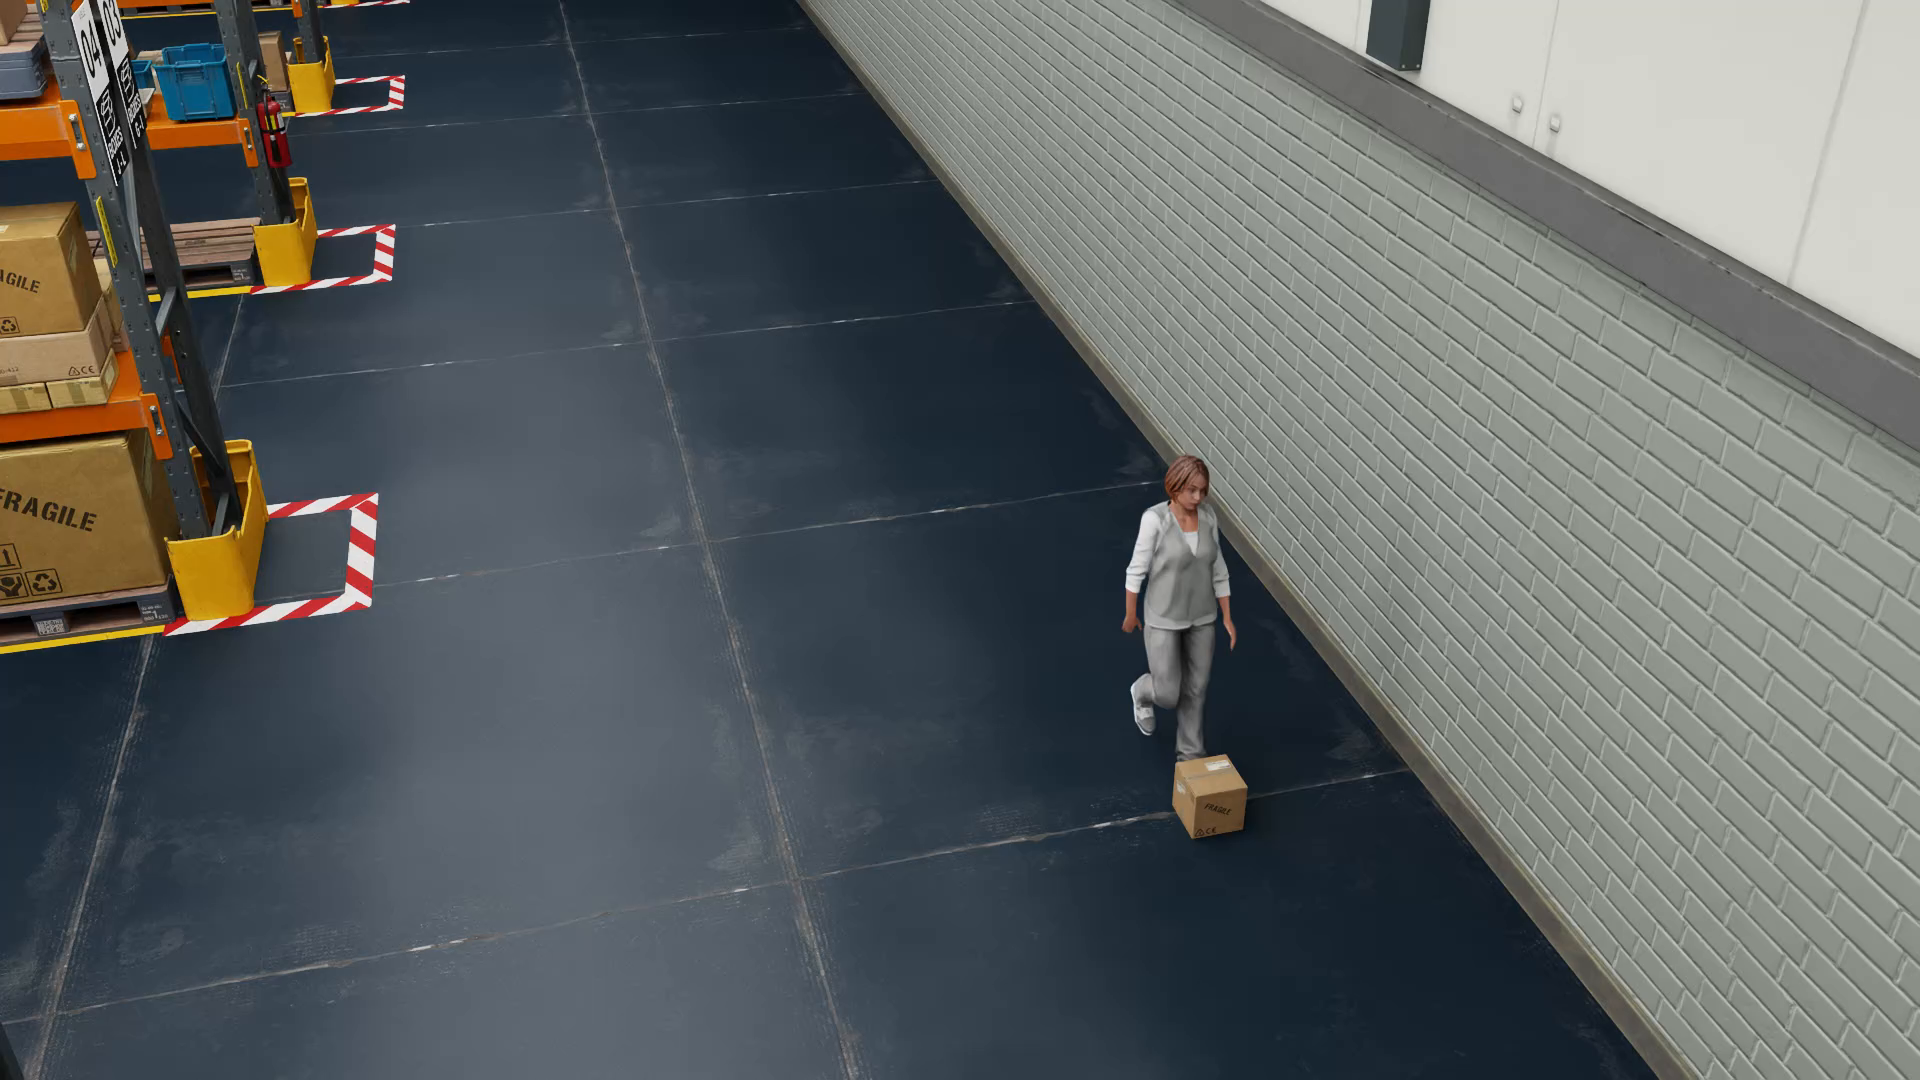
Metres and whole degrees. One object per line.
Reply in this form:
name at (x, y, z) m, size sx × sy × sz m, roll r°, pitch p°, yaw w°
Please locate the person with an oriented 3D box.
person at (1.029, 0.400, 7.578) m, size 0.458 × 1.557 × 0.682 m, roll -11°, pitch 32°, yaw -17°
